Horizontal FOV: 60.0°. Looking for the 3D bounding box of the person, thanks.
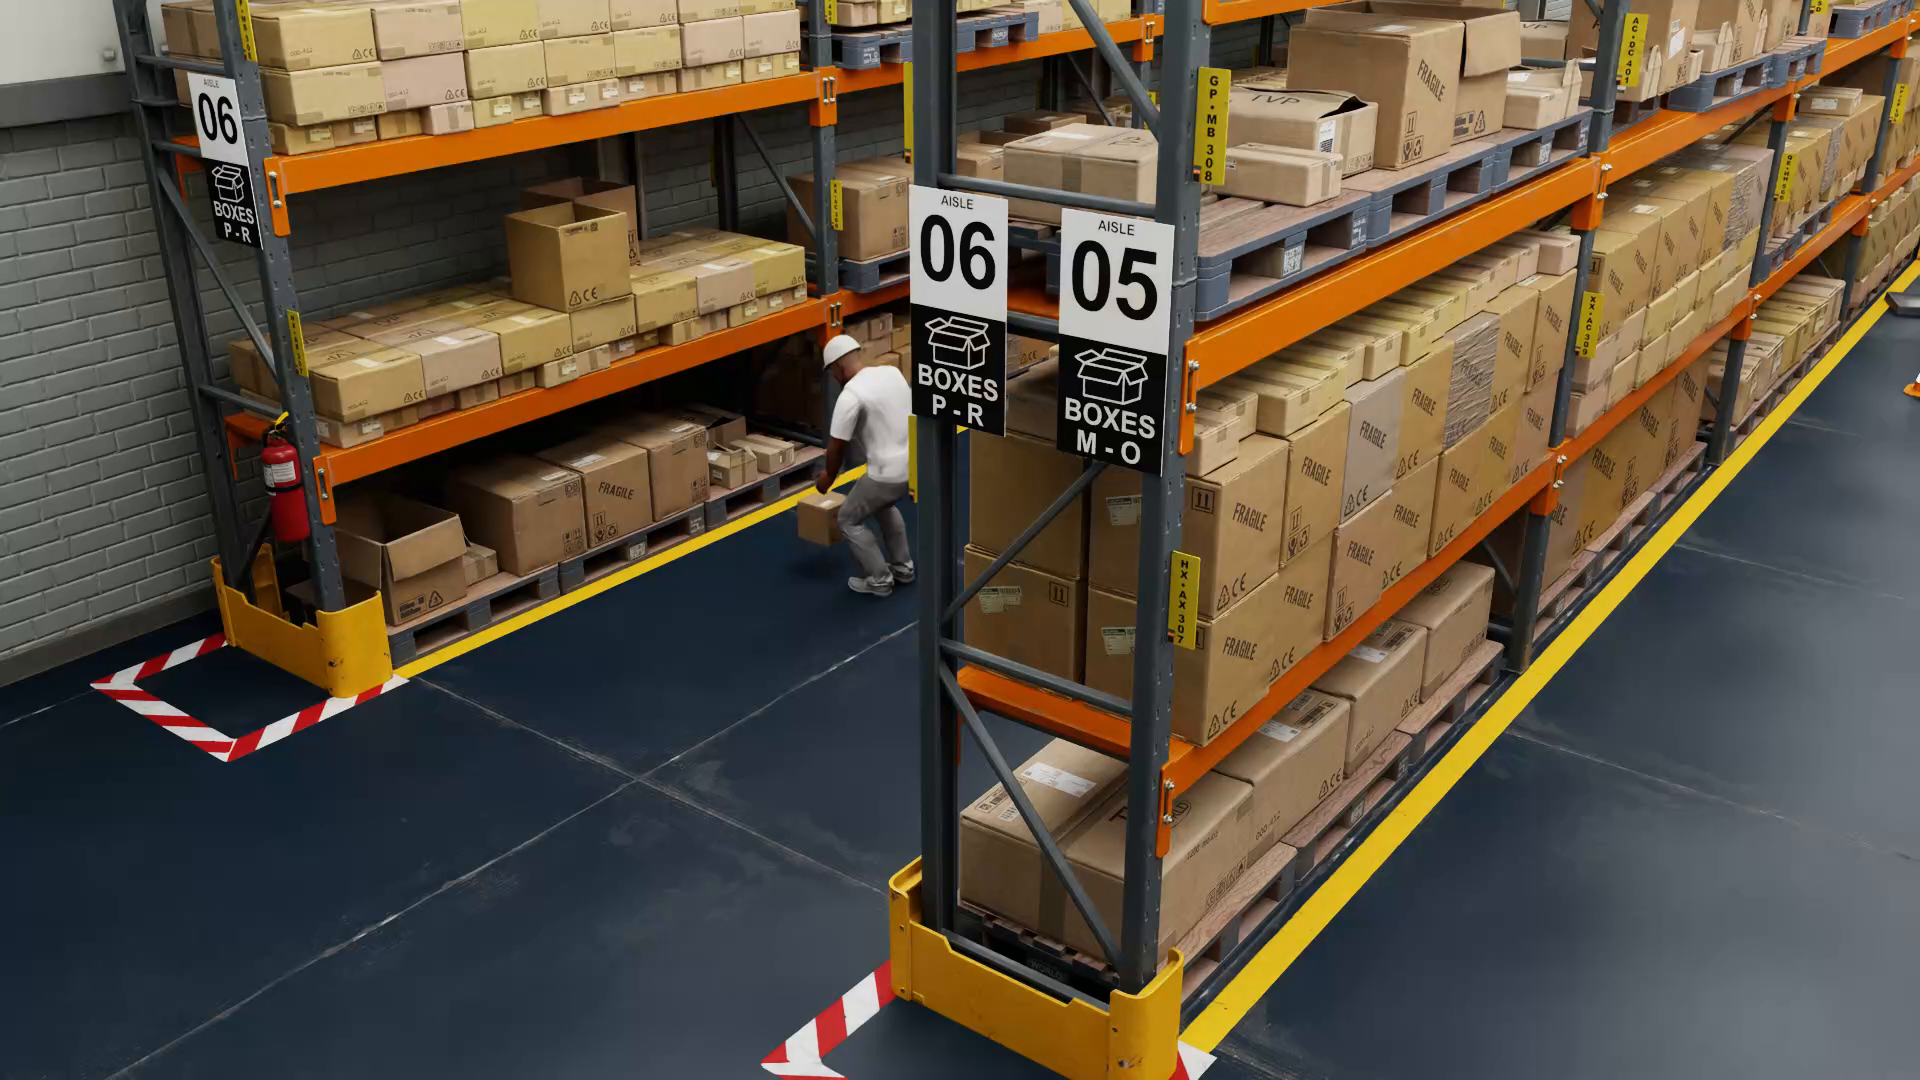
[{"bbox_3d":[-0.519,-0.433,9.853,0.666,1.543,0.625,17,29,34],"label":"person"}]
